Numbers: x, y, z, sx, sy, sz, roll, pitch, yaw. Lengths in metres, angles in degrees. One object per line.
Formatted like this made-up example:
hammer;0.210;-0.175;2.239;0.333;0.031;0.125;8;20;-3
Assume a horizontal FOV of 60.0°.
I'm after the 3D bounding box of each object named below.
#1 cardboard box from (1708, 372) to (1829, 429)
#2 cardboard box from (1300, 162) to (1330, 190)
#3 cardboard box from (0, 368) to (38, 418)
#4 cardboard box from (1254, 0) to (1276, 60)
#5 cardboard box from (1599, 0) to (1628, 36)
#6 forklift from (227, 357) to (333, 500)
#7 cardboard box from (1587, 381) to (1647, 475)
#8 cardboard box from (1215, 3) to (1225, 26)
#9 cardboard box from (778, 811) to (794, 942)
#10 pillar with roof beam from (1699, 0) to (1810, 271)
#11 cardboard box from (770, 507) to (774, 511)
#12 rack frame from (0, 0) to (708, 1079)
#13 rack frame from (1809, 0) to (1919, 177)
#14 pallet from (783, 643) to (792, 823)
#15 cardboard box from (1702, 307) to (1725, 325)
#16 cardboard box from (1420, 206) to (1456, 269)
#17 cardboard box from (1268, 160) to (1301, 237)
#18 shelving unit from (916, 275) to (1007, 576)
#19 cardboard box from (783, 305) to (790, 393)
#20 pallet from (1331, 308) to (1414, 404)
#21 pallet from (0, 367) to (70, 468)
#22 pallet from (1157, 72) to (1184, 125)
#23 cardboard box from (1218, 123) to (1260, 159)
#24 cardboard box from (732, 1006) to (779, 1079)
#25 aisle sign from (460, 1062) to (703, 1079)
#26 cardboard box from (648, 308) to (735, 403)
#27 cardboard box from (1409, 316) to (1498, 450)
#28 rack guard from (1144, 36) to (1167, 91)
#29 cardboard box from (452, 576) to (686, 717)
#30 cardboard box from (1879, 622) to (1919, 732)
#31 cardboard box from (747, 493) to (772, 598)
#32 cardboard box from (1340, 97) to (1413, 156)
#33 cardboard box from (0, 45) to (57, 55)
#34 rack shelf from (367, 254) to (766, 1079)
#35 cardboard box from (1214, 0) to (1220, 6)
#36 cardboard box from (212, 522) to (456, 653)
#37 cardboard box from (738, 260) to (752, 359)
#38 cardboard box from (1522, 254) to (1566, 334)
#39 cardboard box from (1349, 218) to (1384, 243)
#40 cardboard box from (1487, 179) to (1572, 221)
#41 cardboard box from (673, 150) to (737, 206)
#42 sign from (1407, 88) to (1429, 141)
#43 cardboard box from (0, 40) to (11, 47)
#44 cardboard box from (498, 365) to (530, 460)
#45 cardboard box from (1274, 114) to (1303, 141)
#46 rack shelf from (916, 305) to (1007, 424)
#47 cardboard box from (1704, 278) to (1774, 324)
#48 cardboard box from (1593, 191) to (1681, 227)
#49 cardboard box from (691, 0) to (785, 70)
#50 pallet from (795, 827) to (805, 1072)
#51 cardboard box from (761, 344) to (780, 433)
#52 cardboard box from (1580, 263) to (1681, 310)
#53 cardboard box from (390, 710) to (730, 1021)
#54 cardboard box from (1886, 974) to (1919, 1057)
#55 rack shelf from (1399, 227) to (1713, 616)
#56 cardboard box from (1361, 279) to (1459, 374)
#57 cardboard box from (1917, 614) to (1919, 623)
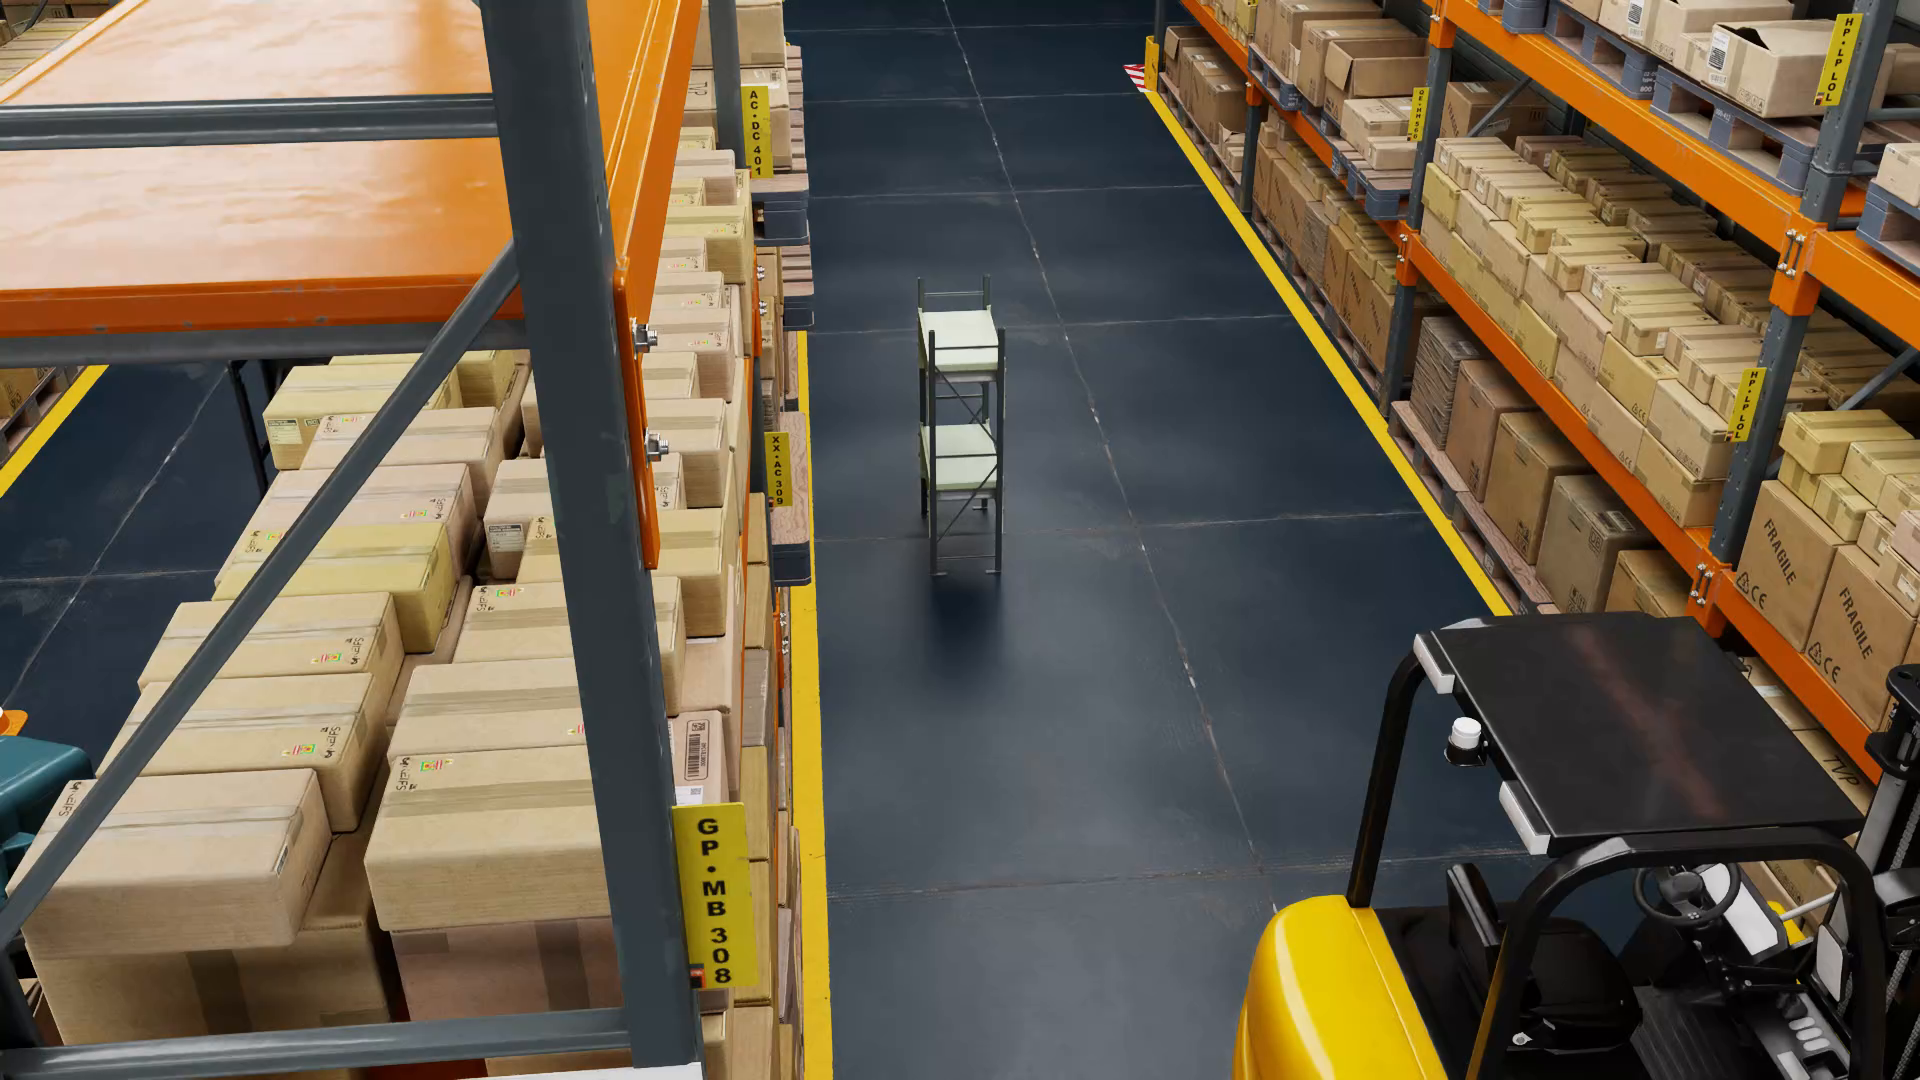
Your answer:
cardboard box;3.444;-0.595;7.090;0.380;0.149;0.250;-2;31;-3
cardboard box;2.882;-2.847;12.986;0.380;0.149;0.250;-3;31;-5
cardboard box;-6.349;-1.104;10.701;0.500;0.500;0.500;-4;31;-7
cardboard box;2.773;-4.159;13.281;0.700;0.500;0.500;-2;31;-3
cardboard box;3.220;-2.453;7.745;0.380;0.149;0.250;-3;31;-5
forklift;-3.331;-1.196;8.895;1.130;2.935;3.031;-2;31;-3
cardboard box;3.337;-0.546;7.886;0.500;0.250;0.500;-3;31;-5
cardboard box;2.525;-4.764;15.046;0.380;0.149;0.250;-3;31;-5
cardboard box;-0.872;1.357;6.093;0.500;0.500;0.500;-2;31;-4
pillar with roof beam;0.057;-3.898;7.501;9.100;9.000;0.400;-3;31;-5
cardboard box;-0.981;-0.239;7.061;0.380;0.149;0.250;-2;31;-4
rack frame;-0.867;-0.403;1.650;0.949;2.616;0.053;-3;31;-5
rack frame;3.697;-2.685;5.470;1.000;3.000;0.127;-3;31;-5
pallet;-1.318;0.930;7.987;1.003;0.211;1.213;-3;31;-5
cardboard box;3.832;-1.051;8.243;0.500;0.250;0.500;-3;31;-6
cardboard box;3.122;-1.849;10.067;0.500;0.250;0.500;-3;31;-4
cardboard box;2.831;-2.772;13.493;0.500;0.500;0.500;-3;31;-5
shelving unit;0.001;-0.640;9.360;0.431;1.500;0.755;-3;31;-5
cardboard box;-1.600;-1.537;11.060;0.875;0.875;0.875;-3;31;-5
pallet;3.292;-1.337;11.783;1.003;0.211;1.213;-3;31;-5
pallet;-6.608;-0.825;10.925;1.003;0.211;1.213;-3;31;-5
pallet;2.659;-4.593;17.234;1.003;0.211;1.213;-3;31;-5
cardboard box;2.572;-3.653;15.197;0.396;0.266;0.258;-2;31;-3
cardboard box;-0.690;1.482;3.955;0.500;0.500;0.500;-2;31;-3
aisle sign;-0.556;1.073;2.493;0.394;0.787;0.004;-3;31;-5
cardboard box;-0.757;-0.454;4.126;0.380;0.149;0.250;-2;31;-4
cardboard box;3.368;-0.993;10.394;0.875;0.625;0.625;-2;31;-3
rack guard;2.583;-5.124;17.841;1.175;0.500;0.348;-3;31;-5
cardboard box;-0.702;0.201;3.031;0.380;0.149;0.250;-3;31;-5
cardboard box;3.593;0.610;5.706;0.500;0.500;0.500;-3;31;-5
cardboard box;-0.955;0.175;6.145;0.500;0.500;0.500;-4;31;-6
cardboard box;2.903;-2.791;11.234;0.500;0.250;0.500;-4;31;-7
cardboard box;-6.606;-3.394;11.763;0.380;0.149;0.250;-3;31;-5
rack shelf;-1.057;0.173;4.312;1.077;0.370;4.000;-3;31;-5
cardboard box;2.565;-5.016;15.078;0.500;0.250;0.500;-3;31;-5
cardboard box;-1.196;0.097;3.205;0.380;0.149;0.250;-3;31;-4
cardboard box;-0.887;-0.750;5.012;0.500;0.250;0.500;-3;31;-5
cardboard box;3.271;-1.280;8.627;0.500;0.250;0.500;-2;31;-4
cardboard box;3.009;-2.189;11.885;0.380;0.149;0.250;-2;31;-3
cardboard box;3.173;-1.897;9.271;0.380;0.149;0.250;-2;31;-4
cardboard box;-0.897;-1.111;5.228;0.380;0.149;0.250;-3;31;-6
sign;2.784;-2.584;10.099;0.100;0.325;0.005;-3;31;-5
cardboard box;-7.332;-3.642;12.468;0.380;0.149;0.250;-2;31;-4
cardboard box;-1.335;-0.206;4.101;0.500;0.250;0.500;-2;31;-4
cardboard box;2.791;-3.381;13.591;0.380;0.149;0.250;-4;31;-7
rack shelf;0.001;-0.976;9.160;0.431;0.370;0.720;-3;31;-5
cardboard box;3.840;-1.145;8.012;0.380;0.149;0.250;-3;31;-5
cardboard box;3.694;-1.794;9.098;0.380;0.149;0.250;-3;31;-5
cardboard box;-0.956;-2.059;6.597;0.500;0.250;0.500;-3;31;-6
pallet;-1.146;1.669;6.751;1.003;0.211;1.213;-3;31;-5
cardboard box;-1.002;-0.474;6.821;0.500;0.500;0.500;-2;31;-3
cardboard box;3.296;-1.246;8.180;0.380;0.149;0.250;-2;31;-4
cardboard box;-0.652;0.552;2.832;0.500;0.250;0.500;-3;31;-5
cardboard box;3.566;1.710;5.746;0.500;0.250;0.500;-3;31;-5
rack shelf;3.511;-0.822;8.902;1.077;0.370;4.000;-3;31;-5
cardboard box;3.070;-1.464;11.305;0.500;0.500;0.500;-2;31;-3
cardboard box;3.515;0.272;5.640;0.380;0.149;0.250;-3;31;-5
